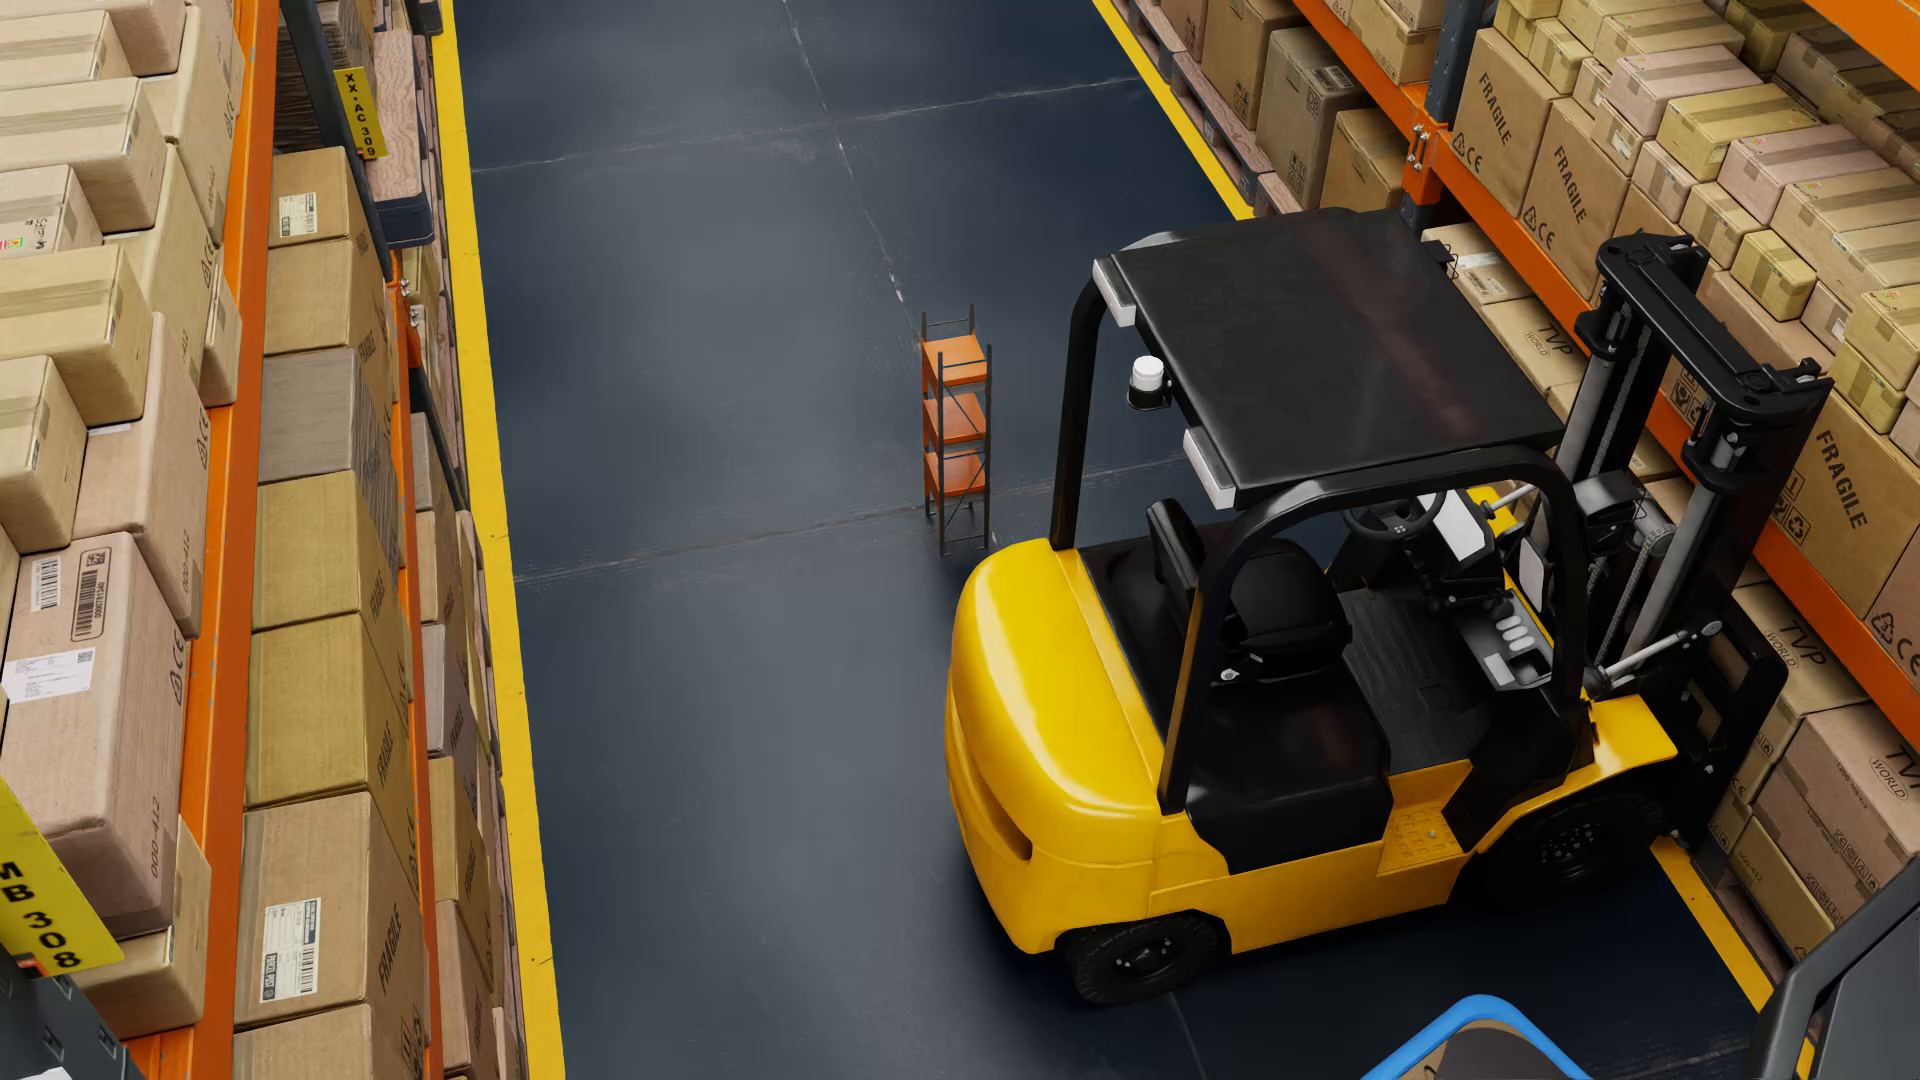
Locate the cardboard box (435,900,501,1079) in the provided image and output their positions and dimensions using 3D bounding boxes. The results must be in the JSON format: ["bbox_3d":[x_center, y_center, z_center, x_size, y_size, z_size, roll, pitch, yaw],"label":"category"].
[{"bbox_3d":[-1.528,1.356,4.427,0.500,0.500,0.500,-12,47,-12],"label":"cardboard box"}]

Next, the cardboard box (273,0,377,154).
[{"bbox_3d":[-2.311,-1.636,5.681,0.500,0.500,0.500,-10,46,-9],"label":"cardboard box"}]

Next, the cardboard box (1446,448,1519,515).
[{"bbox_3d":[2.278,-0.327,6.601,0.500,0.250,0.500,-12,47,-11],"label":"cardboard box"}]

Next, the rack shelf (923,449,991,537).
[{"bbox_3d":[-0.014,-0.202,6.617,0.215,0.259,0.240,-11,47,-10],"label":"rack shelf"}]

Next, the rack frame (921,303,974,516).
[{"bbox_3d":[-0.045,-0.489,6.494,0.200,1.050,0.008,-11,47,-10],"label":"rack frame"}]

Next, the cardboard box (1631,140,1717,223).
[{"bbox_3d":[2.375,-1.160,5.262,0.380,0.149,0.250,-11,47,-11],"label":"cardboard box"}]

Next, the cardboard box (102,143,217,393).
[{"bbox_3d":[-1.591,-0.412,2.850,0.500,0.250,0.500,-9,46,-9],"label":"cardboard box"}]

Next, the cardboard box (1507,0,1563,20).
[{"bbox_3d":[2.124,-1.976,5.854,0.380,0.149,0.250,-10,46,-10],"label":"cardboard box"}]

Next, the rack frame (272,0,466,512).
[{"bbox_3d":[-2.468,-0.974,5.604,1.000,3.000,0.127,-11,47,-10],"label":"rack frame"}]

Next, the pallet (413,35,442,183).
[{"bbox_3d":[-3.294,-2.220,8.778,1.003,0.211,1.213,-11,47,-10],"label":"pallet"}]

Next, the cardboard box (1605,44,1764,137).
[{"bbox_3d":[2.319,-1.441,5.330,0.380,0.149,0.250,-10,46,-9],"label":"cardboard box"}]

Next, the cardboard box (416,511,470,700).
[{"bbox_3d":[-1.926,0.289,5.473,0.500,0.500,0.500,-10,46,-10],"label":"cardboard box"}]

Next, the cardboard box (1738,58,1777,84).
[{"bbox_3d":[2.817,-1.621,5.714,0.380,0.149,0.250,-10,46,-9],"label":"cardboard box"}]

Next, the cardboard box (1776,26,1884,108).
[{"bbox_3d":[2.932,-1.563,5.449,0.380,0.149,0.250,-12,47,-11],"label":"cardboard box"}]

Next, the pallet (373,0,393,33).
[{"bbox_3d":[-2.946,-2.309,7.047,1.003,0.211,1.213,-11,47,-10],"label":"pallet"}]

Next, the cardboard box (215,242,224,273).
[{"bbox_3d":[-1.657,-0.529,3.244,0.380,0.149,0.250,-12,47,-11],"label":"cardboard box"}]

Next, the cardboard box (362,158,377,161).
[{"bbox_3d":[-2.305,-1.473,5.975,0.380,0.149,0.250,-10,46,-10],"label":"cardboard box"}]

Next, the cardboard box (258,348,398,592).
[{"bbox_3d":[-1.839,-0.140,4.509,0.500,0.500,0.500,-10,46,-9],"label":"cardboard box"}]

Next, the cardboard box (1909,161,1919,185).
[{"bbox_3d":[3.034,-1.015,4.912,0.380,0.149,0.250,-9,46,-9],"label":"cardboard box"}]

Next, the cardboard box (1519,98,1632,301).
[{"bbox_3d":[2.339,-1.209,5.764,0.500,0.500,0.500,-10,46,-10],"label":"cardboard box"}]

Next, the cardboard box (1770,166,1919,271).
[{"bbox_3d":[2.611,-0.932,4.831,0.380,0.149,0.250,-11,47,-10],"label":"cardboard box"}]

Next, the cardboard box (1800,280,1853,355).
[{"bbox_3d":[2.664,-0.643,4.756,0.380,0.149,0.250,-11,47,-11],"label":"cardboard box"}]

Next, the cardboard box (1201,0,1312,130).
[{"bbox_3d":[1.799,-2.614,8.580,0.875,0.625,0.625,-12,47,-12],"label":"cardboard box"}]

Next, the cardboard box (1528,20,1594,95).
[{"bbox_3d":[2.224,-1.700,5.791,0.380,0.149,0.250,-10,46,-9],"label":"cardboard box"}]

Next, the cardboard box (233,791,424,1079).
[{"bbox_3d":[-1.433,0.914,3.476,0.500,0.500,0.500,-9,46,-9],"label":"cardboard box"}]

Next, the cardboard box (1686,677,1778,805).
[{"bbox_3d":[2.656,0.538,5.404,0.500,0.250,0.500,-12,47,-11],"label":"cardboard box"}]

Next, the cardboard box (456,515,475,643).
[{"bbox_3d":[-2.057,0.200,6.085,0.500,0.250,0.500,-9,46,-9],"label":"cardboard box"}]

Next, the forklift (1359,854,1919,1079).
[{"bbox_3d":[1.809,1.892,2.844,1.130,2.935,3.031,-28,52,-25],"label":"forklift"}]

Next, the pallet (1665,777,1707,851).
[{"bbox_3d":[2.808,0.492,6.120,1.003,0.211,1.213,-11,47,-10],"label":"pallet"}]

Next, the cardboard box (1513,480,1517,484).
[{"bbox_3d":[2.285,-0.506,6.427,0.500,0.250,0.500,-11,47,-11],"label":"cardboard box"}]

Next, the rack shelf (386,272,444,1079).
[{"bbox_3d":[-1.956,0.658,4.508,1.077,0.370,4.000,-11,47,-10],"label":"rack shelf"}]

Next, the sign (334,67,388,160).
[{"bbox_3d":[-1.946,-1.382,5.398,0.100,0.325,0.005,-11,47,-10],"label":"sign"}]

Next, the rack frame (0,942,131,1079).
[{"bbox_3d":[-1.444,-0.312,0.755,1.000,3.000,0.127,-11,47,-10],"label":"rack frame"}]

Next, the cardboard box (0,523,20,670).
[{"bbox_3d":[-1.418,0.093,2.076,0.380,0.149,0.250,-11,47,-10],"label":"cardboard box"}]

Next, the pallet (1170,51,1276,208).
[{"bbox_3d":[1.787,-2.254,8.811,1.003,0.211,1.213,-11,47,-10],"label":"pallet"}]

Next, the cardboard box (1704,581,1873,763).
[{"bbox_3d":[2.658,0.384,5.205,0.500,0.250,0.500,-10,46,-10],"label":"cardboard box"}]

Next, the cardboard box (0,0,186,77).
[{"bbox_3d":[-1.687,-0.983,3.131,0.380,0.149,0.250,-10,46,-10],"label":"cardboard box"}]

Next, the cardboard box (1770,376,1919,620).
[{"bbox_3d":[2.718,-0.163,4.740,0.500,0.500,0.500,-12,47,-11],"label":"cardboard box"}]

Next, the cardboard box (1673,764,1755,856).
[{"bbox_3d":[2.690,0.734,5.562,0.500,0.250,0.500,-10,46,-10],"label":"cardboard box"}]

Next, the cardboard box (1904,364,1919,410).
[{"bbox_3d":[2.705,-0.383,4.293,0.380,0.149,0.250,-10,46,-9],"label":"cardboard box"}]

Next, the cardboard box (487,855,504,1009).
[{"bbox_3d":[-1.659,1.267,5.039,0.500,0.250,0.500,-8,46,-8],"label":"cardboard box"}]

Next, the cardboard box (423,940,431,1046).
[{"bbox_3d":[-1.420,1.050,3.797,0.380,0.149,0.250,-10,46,-10],"label":"cardboard box"}]

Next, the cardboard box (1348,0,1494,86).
[{"bbox_3d":[1.947,-2.132,6.844,0.500,0.250,0.500,-10,46,-9],"label":"cardboard box"}]

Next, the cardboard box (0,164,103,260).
[{"bbox_3d":[-1.571,-0.432,2.590,0.380,0.149,0.250,-11,47,-11],"label":"cardboard box"}]

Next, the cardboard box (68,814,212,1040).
[{"bbox_3d":[-1.215,0.537,2.199,0.380,0.149,0.250,-11,47,-10],"label":"cardboard box"}]

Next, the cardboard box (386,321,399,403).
[{"bbox_3d":[-2.021,-0.549,5.364,0.380,0.149,0.250,-10,46,-9],"label":"cardboard box"}]

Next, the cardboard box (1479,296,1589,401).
[{"bbox_3d":[2.271,-0.673,6.240,0.500,0.250,0.500,-11,47,-10],"label":"cardboard box"}]

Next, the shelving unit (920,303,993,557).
[{"bbox_3d":[-0.014,-0.404,6.411,0.215,1.050,0.252,-11,47,-10],"label":"shelving unit"}]

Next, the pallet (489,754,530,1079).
[{"bbox_3d":[-1.946,1.303,5.325,1.003,0.211,1.213,-11,47,-10],"label":"pallet"}]
